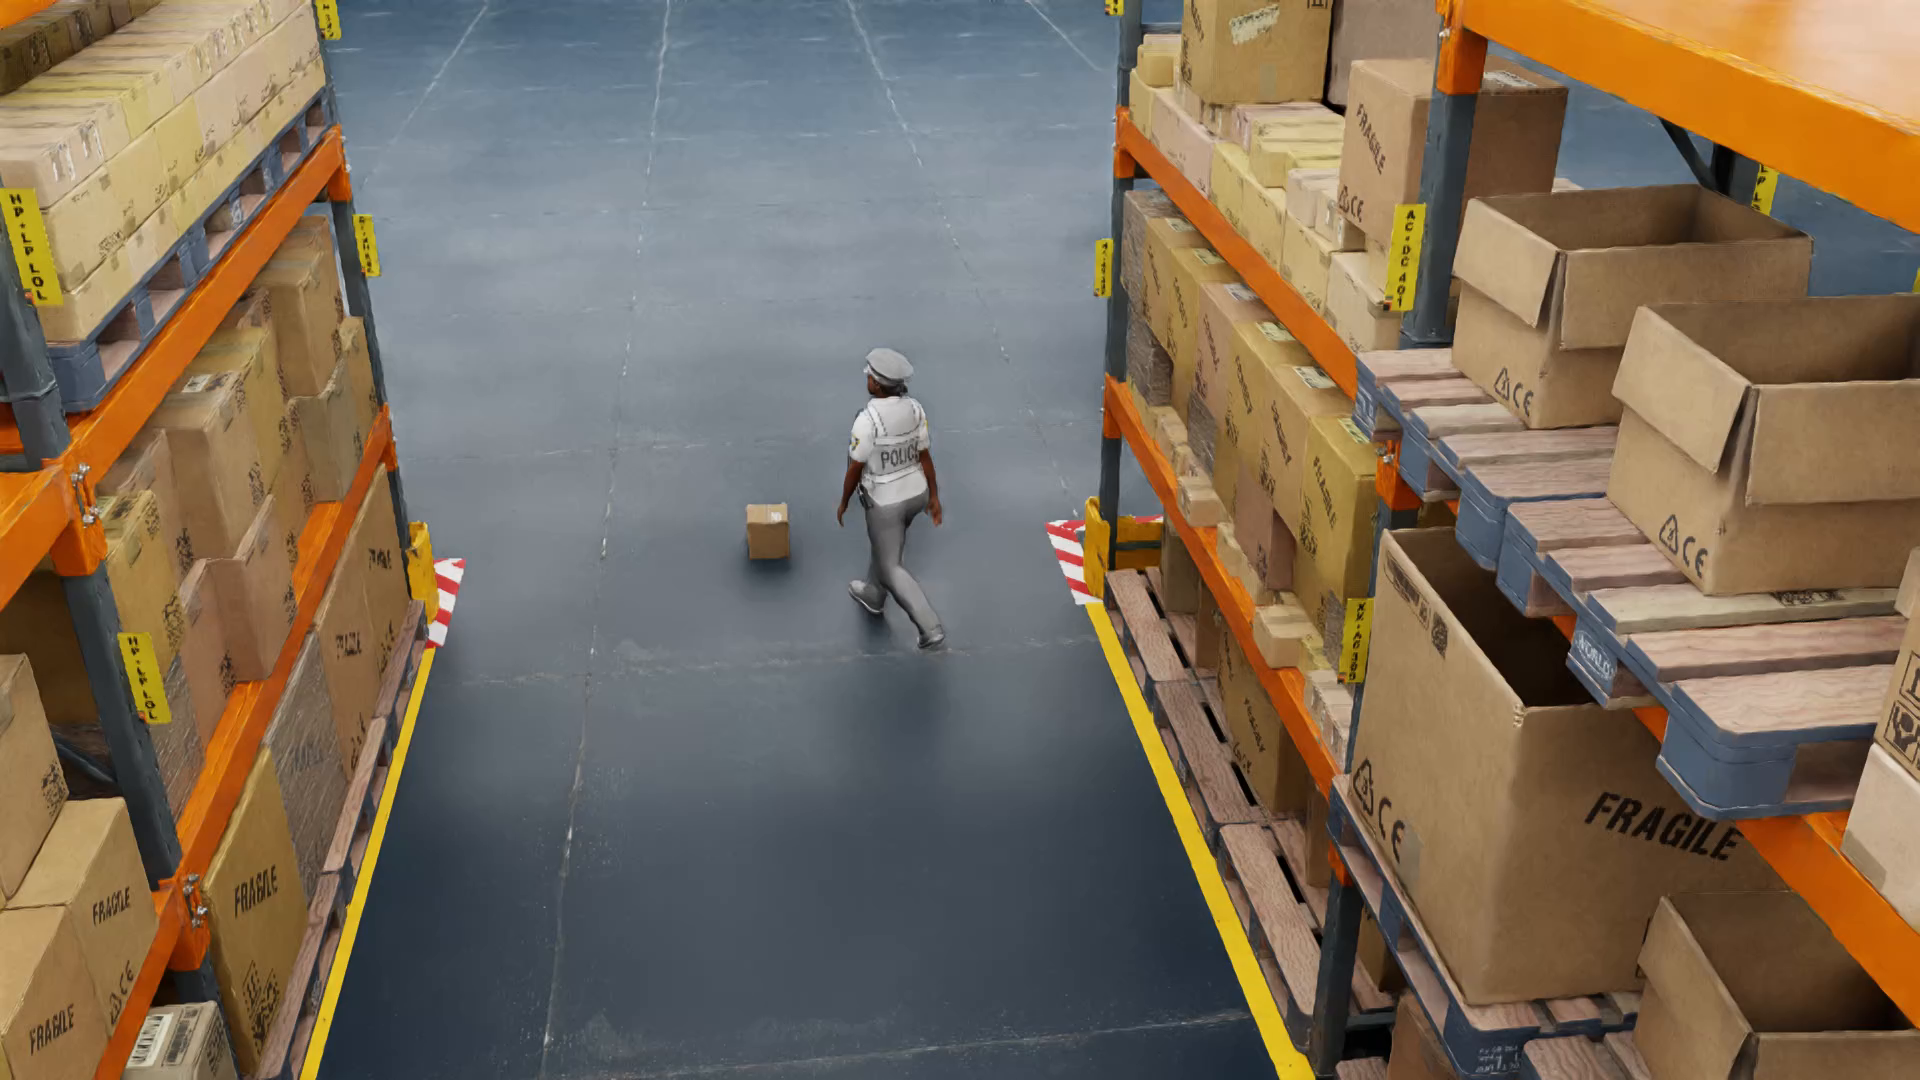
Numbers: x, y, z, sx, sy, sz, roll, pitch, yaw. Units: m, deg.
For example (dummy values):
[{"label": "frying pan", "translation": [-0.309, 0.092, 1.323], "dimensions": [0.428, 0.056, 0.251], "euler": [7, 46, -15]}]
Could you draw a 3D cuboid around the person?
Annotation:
[{"label": "person", "translation": [-0.369, -0.227, 9.039], "dimensions": [0.470, 1.642, 0.950], "euler": [-24, 36, -38]}]
